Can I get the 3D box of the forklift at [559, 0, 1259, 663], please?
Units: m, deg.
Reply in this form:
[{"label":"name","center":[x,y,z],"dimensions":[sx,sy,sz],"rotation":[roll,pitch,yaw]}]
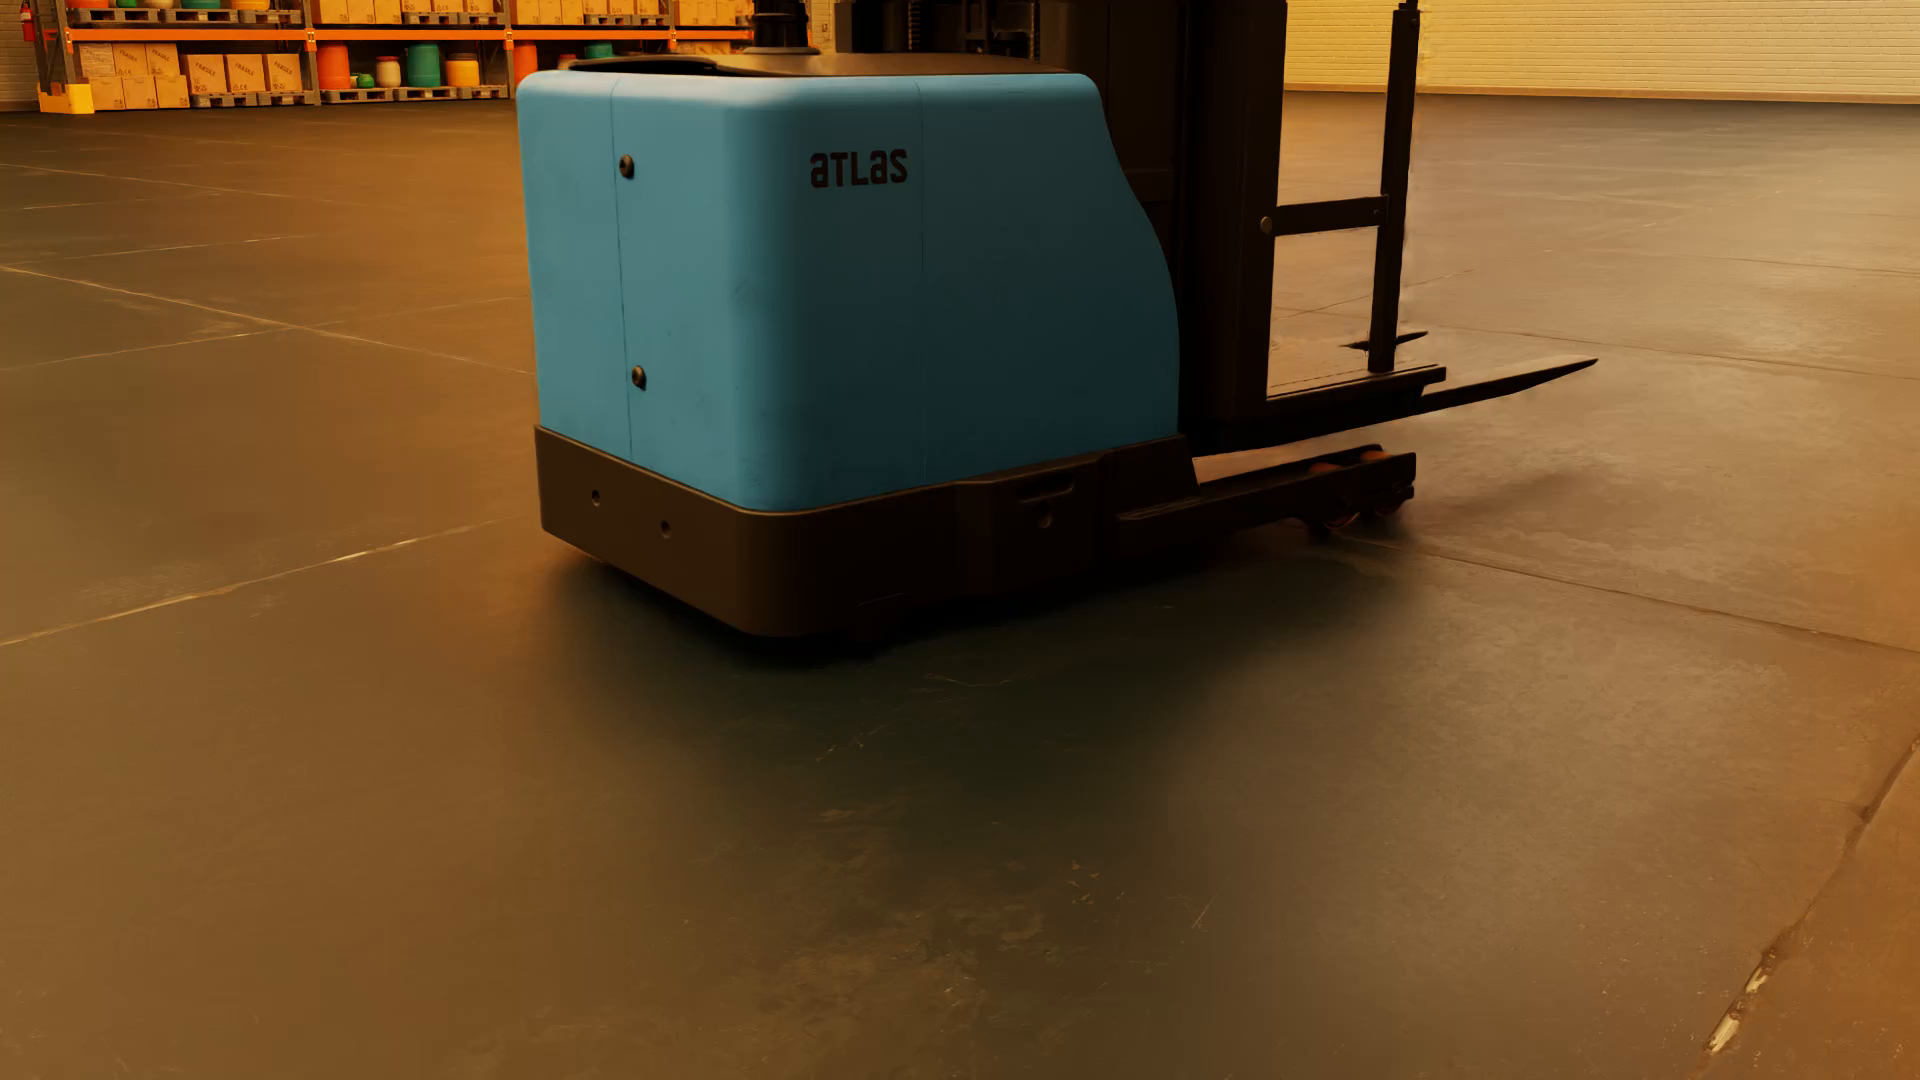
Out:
[{"label":"forklift","center":[0.182,-1.571,4.072],"dimensions":[1.130,2.935,3.031],"rotation":[5,18,17]}]
